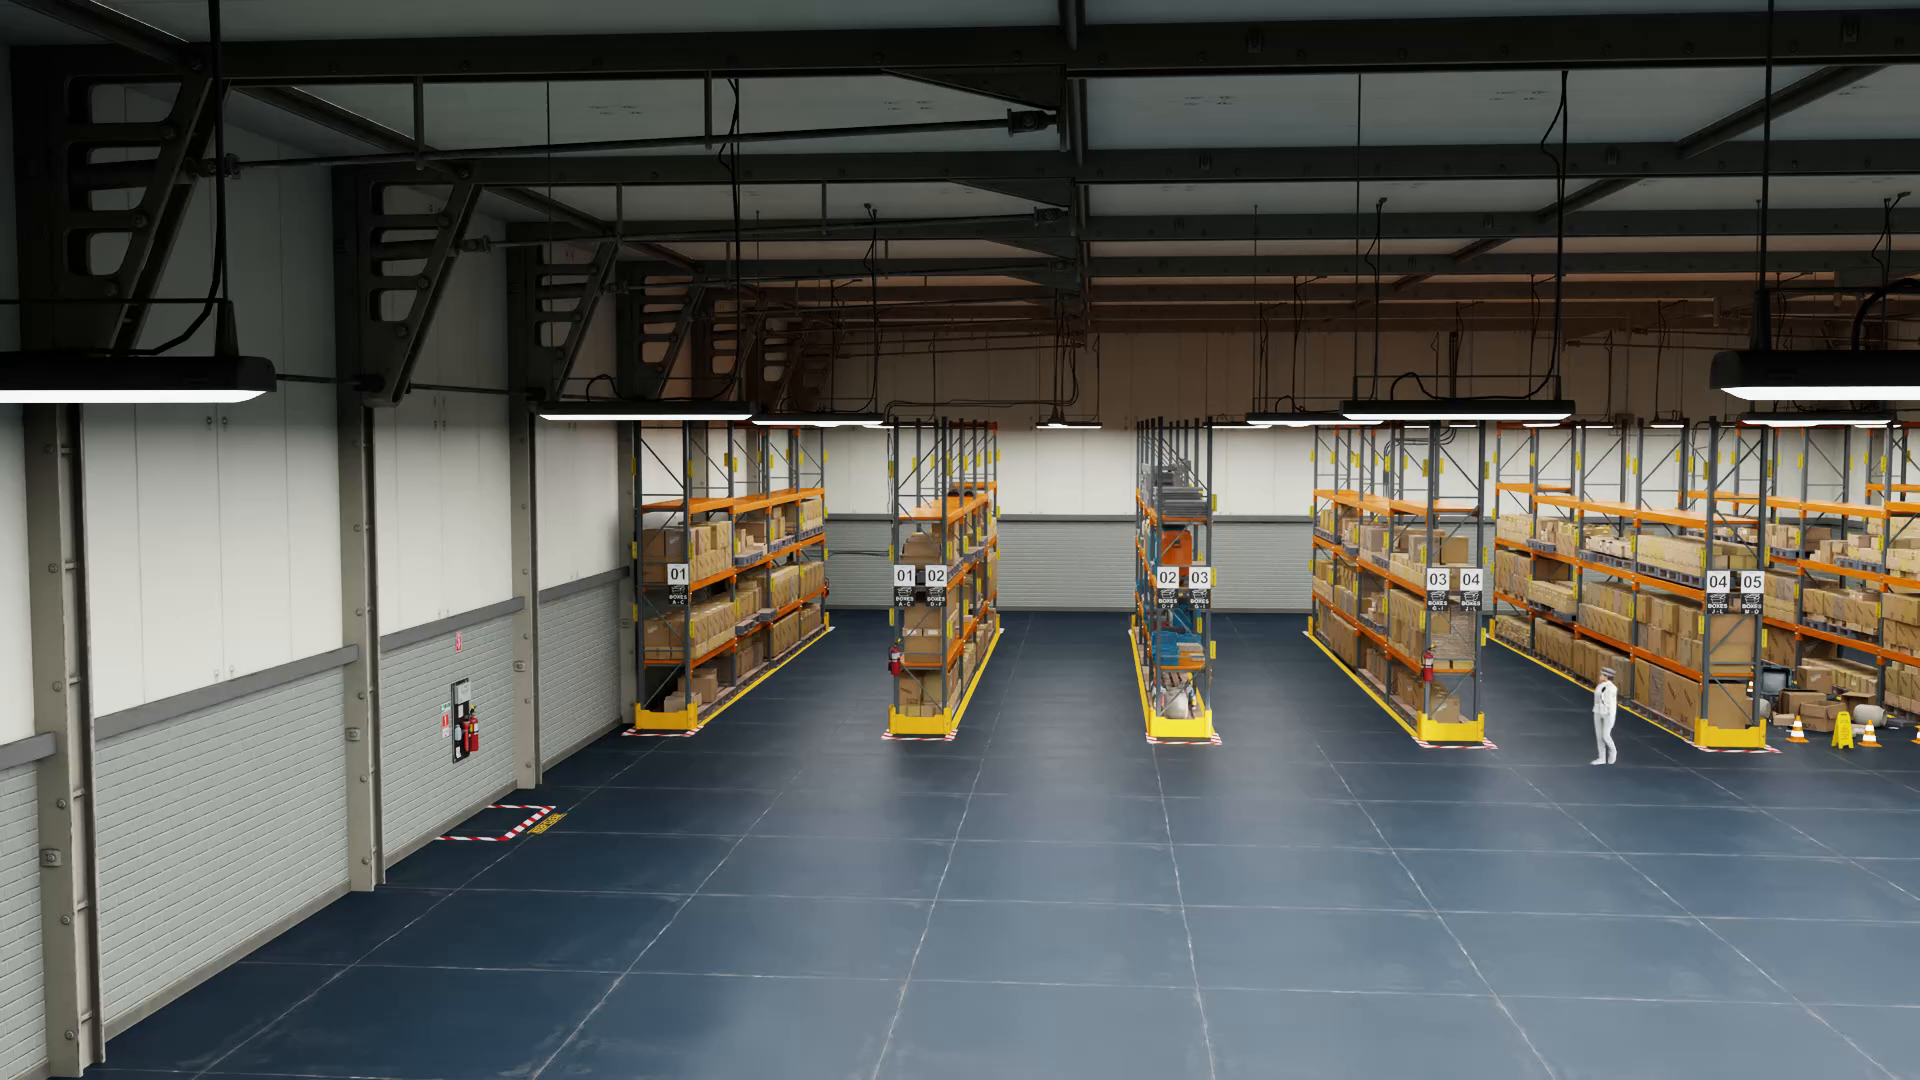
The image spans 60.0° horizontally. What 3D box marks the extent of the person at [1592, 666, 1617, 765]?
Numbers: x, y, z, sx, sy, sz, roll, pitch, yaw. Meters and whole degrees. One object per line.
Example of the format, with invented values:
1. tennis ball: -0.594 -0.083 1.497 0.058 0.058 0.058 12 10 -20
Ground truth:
1. person: 11.026 3.007 28.444 0.431 1.682 0.471 -3 5 -35
